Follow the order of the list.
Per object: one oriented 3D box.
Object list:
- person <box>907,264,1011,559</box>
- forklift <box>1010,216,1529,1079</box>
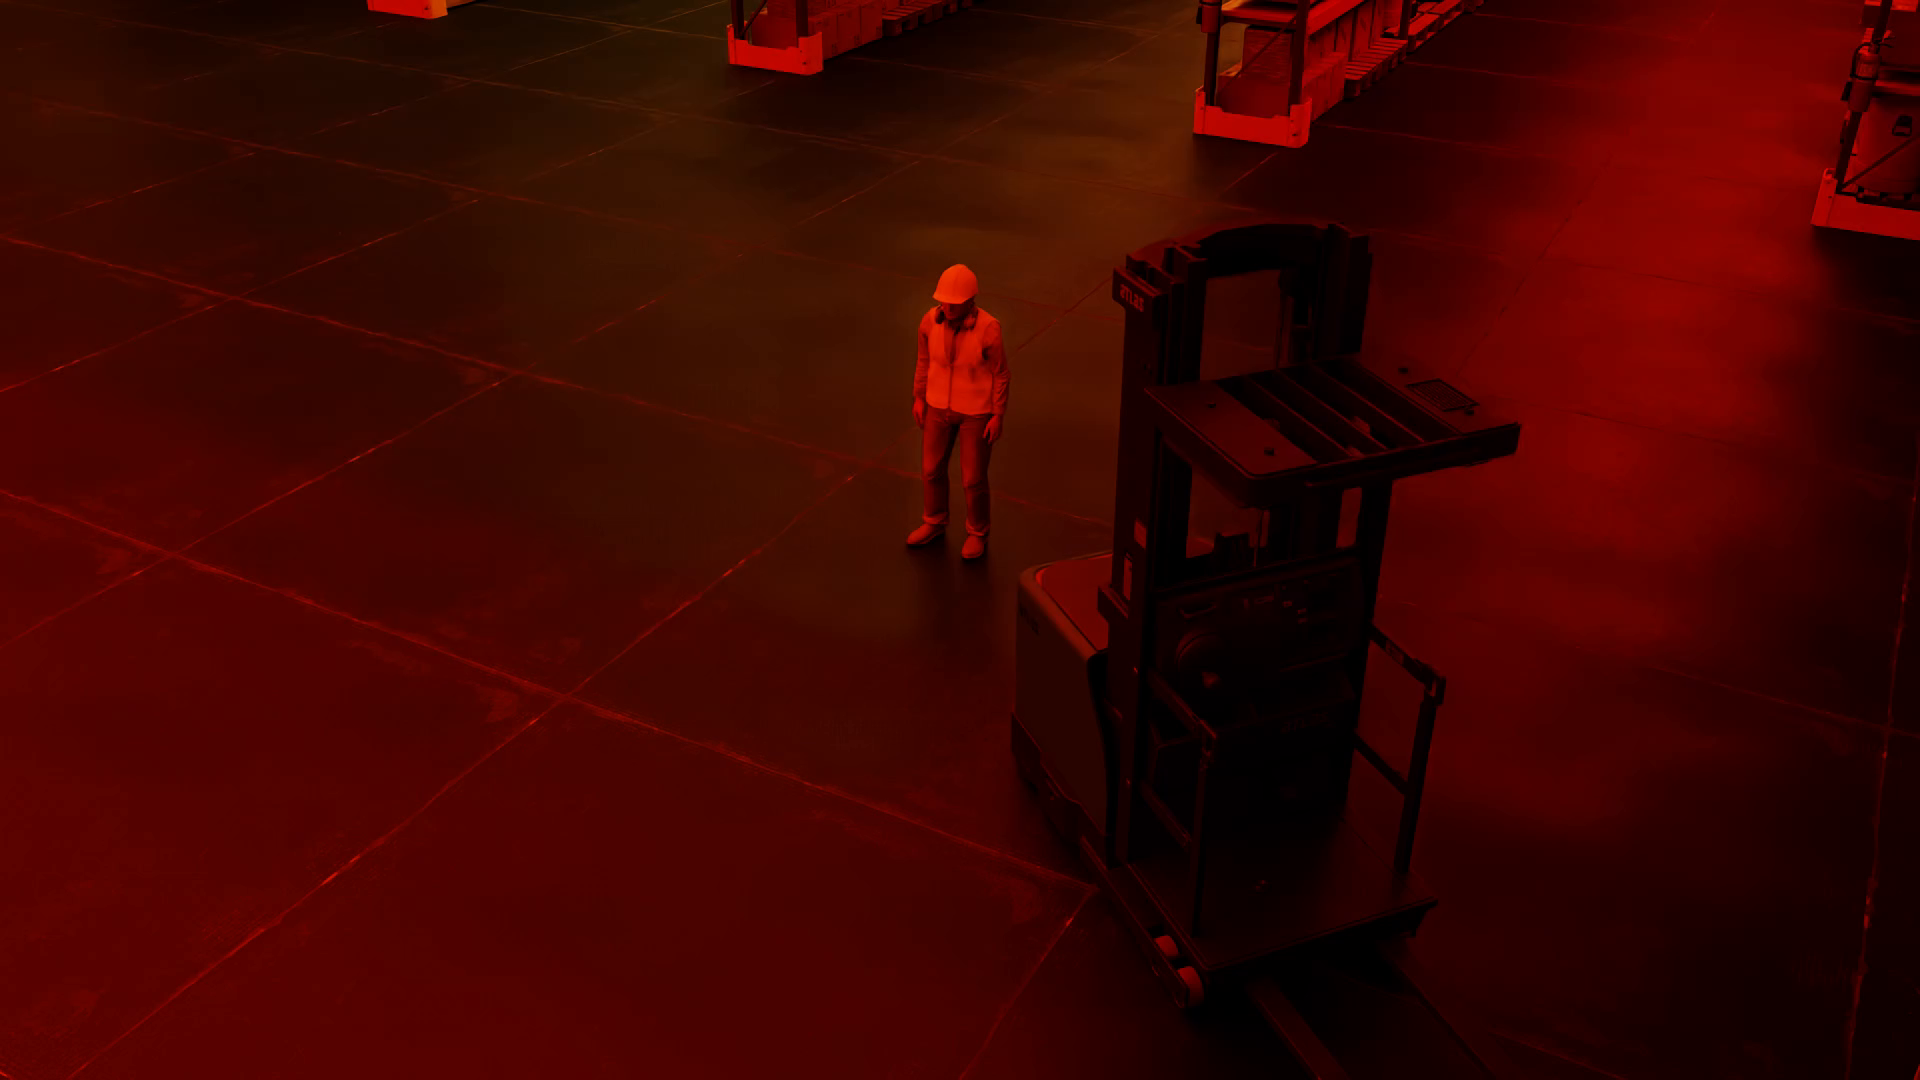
[{"bbox_3d":[-0.003,-0.753,9.538,0.580,1.770,0.463,14,33,23],"label":"person"},{"bbox_3d":[1.272,0.382,6.409,1.130,2.935,3.031,-12,32,-19],"label":"forklift"}]
